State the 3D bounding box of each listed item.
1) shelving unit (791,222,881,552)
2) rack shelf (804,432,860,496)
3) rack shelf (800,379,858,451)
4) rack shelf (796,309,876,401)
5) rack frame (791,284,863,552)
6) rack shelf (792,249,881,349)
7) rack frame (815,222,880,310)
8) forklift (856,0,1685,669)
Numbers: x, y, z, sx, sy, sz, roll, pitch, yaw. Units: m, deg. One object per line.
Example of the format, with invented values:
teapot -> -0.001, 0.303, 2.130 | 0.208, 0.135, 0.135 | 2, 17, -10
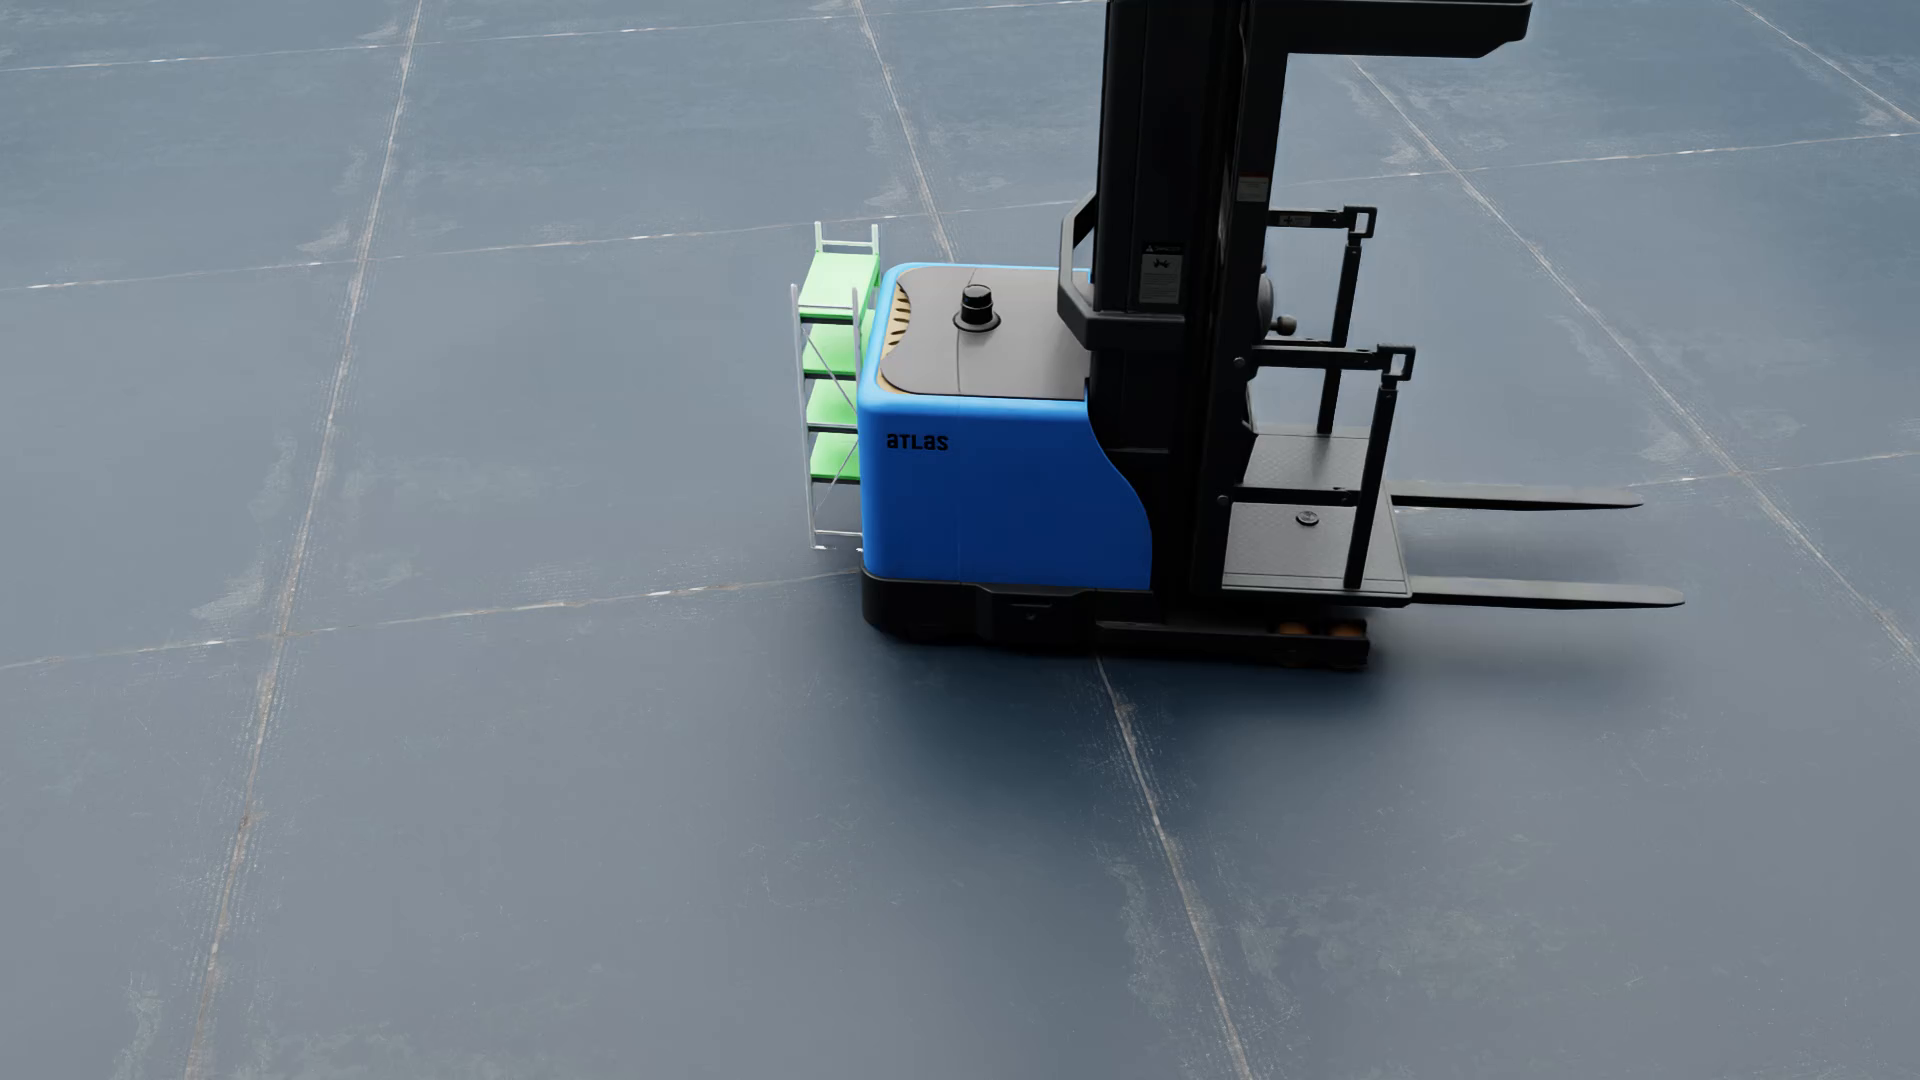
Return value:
shelving unit -> -0.458, -0.584, 6.522 | 0.258, 1.200, 0.503 | 4, 38, 5
rack shelf -> -0.457, -0.344, 6.709 | 0.258, 0.148, 0.480 | 4, 38, 5
rack shelf -> -0.458, -0.533, 6.562 | 0.258, 0.148, 0.480 | 4, 38, 5
rack shelf -> -0.459, -0.723, 6.415 | 0.258, 0.148, 0.480 | 4, 38, 5
rack frame -> -0.484, -0.435, 6.331 | 0.240, 1.200, 0.015 | 4, 38, 5
rack shelf -> -0.460, -0.912, 6.267 | 0.258, 0.148, 0.480 | 4, 38, 5
rack frame -> -0.433, -0.733, 6.714 | 0.240, 1.200, 0.015 | 4, 38, 5
forklift -> 1.173, -1.022, 5.677 | 3.031, 2.935, 1.130 | 3, 38, 3
